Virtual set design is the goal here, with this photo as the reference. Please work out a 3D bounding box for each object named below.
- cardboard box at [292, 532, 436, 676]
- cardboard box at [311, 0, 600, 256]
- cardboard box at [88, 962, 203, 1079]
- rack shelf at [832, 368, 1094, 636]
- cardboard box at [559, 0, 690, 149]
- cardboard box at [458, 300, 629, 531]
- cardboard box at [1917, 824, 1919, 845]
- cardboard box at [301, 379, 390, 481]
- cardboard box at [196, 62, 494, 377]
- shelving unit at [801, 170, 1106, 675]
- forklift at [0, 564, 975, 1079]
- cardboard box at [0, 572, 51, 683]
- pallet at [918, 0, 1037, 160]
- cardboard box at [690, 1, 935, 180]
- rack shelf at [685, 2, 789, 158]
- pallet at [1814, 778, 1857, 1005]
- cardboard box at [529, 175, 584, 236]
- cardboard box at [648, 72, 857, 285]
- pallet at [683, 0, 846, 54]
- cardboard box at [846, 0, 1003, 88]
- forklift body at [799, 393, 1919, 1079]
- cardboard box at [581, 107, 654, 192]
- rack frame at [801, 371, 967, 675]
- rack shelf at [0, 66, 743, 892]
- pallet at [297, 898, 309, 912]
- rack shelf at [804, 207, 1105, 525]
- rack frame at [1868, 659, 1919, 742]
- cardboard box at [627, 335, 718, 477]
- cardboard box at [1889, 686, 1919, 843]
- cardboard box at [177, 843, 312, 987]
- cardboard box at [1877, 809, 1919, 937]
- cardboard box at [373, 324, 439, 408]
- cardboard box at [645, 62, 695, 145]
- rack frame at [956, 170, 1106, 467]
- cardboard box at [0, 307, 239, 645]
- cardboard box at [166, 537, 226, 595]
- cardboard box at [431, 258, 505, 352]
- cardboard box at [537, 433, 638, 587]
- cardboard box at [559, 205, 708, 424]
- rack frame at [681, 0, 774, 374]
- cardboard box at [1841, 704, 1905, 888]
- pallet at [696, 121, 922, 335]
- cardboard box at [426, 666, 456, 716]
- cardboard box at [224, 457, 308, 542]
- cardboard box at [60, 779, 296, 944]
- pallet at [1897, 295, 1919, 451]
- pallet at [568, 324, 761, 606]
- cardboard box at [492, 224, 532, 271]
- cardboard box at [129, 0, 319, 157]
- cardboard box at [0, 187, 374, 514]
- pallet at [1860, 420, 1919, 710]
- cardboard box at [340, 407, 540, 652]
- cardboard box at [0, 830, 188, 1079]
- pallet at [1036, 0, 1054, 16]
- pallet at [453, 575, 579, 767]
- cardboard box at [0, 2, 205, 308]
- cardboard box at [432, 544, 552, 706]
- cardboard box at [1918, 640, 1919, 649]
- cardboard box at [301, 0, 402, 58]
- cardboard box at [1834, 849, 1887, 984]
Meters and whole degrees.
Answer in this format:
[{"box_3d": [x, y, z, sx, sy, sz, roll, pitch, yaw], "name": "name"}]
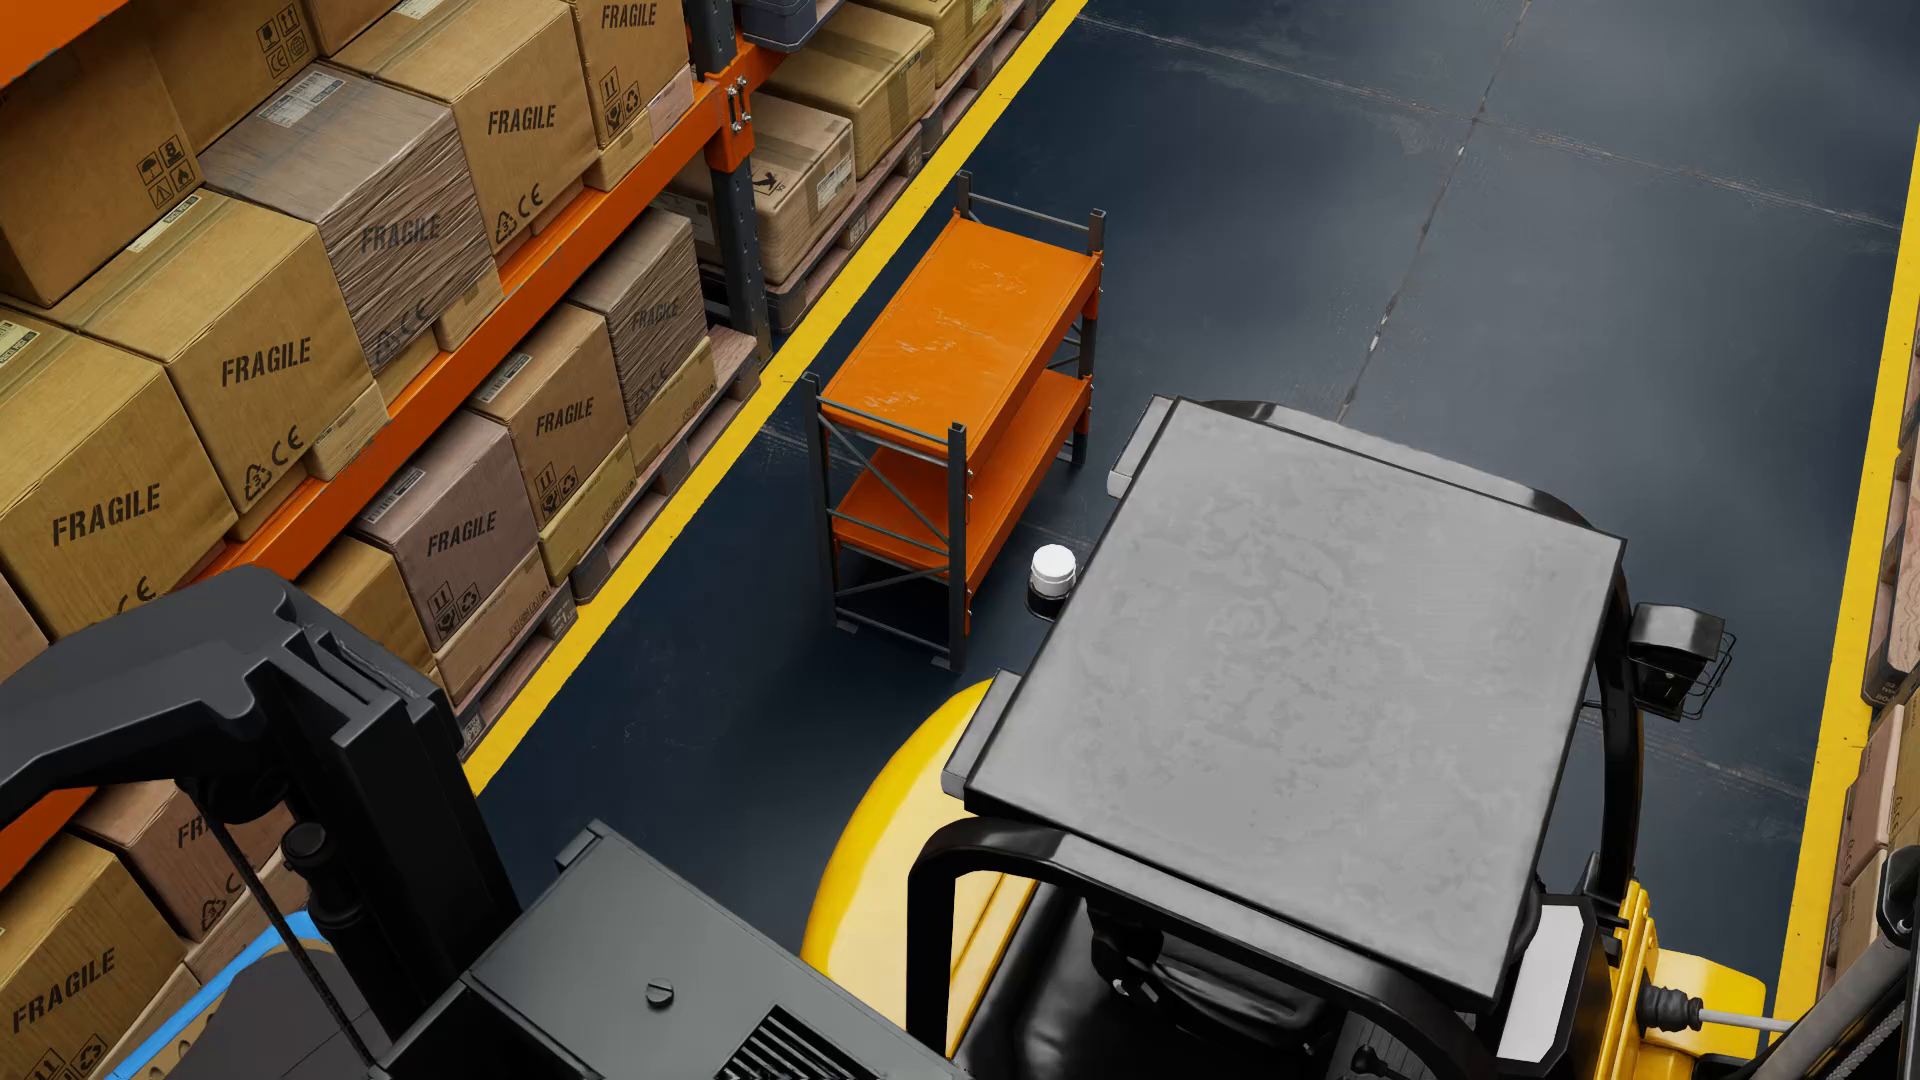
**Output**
[{"box_3d": [-1.853, 0.286, 4.575, 0.500, 0.500, 0.500, 21, 53, 17], "name": "cardboard box"}, {"box_3d": [-1.368, -1.180, 4.523, 0.500, 0.500, 0.500, 21, 53, 17], "name": "cardboard box"}, {"box_3d": [-2.304, 1.249, 4.247, 0.500, 0.250, 0.500, 19, 52, 16], "name": "cardboard box"}, {"box_3d": [0.003, -0.211, 5.512, 0.538, 0.278, 1.000, 20, 52, 16], "name": "rack shelf"}, {"box_3d": [-1.154, -1.536, 4.827, 0.500, 0.500, 0.500, 19, 52, 15], "name": "cardboard box"}, {"box_3d": [-1.415, -0.437, 5.190, 0.500, 0.500, 0.500, 21, 53, 17], "name": "cardboard box"}, {"box_3d": [2.582, 0.829, 3.949, 0.500, 0.250, 0.500, 20, 52, 16], "name": "cardboard box"}, {"box_3d": [-1.696, -0.337, 4.232, 0.380, 0.149, 0.250, 20, 53, 16], "name": "cardboard box"}, {"box_3d": [-1.586, -0.821, 4.218, 0.500, 0.500, 0.500, 21, 53, 17], "name": "cardboard box"}, {"box_3d": [0.003, -0.369, 5.326, 0.538, 1.125, 1.048, 20, 52, 16], "name": "shelving unit"}, {"box_3d": [-0.542, 1.496, 2.553, 3.031, 2.935, 1.130, 29, 55, 22], "name": "forklift"}, {"box_3d": [-2.227, 0.237, 3.318, 0.500, 0.500, 0.500, 21, 53, 17], "name": "cardboard box"}, {"box_3d": [-0.338, -2.271, 7.543, 1.003, 0.211, 1.213, 20, 52, 16], "name": "pallet"}, {"box_3d": [-0.664, -1.937, 6.879, 0.950, 0.372, 0.625, 23, 53, 18], "name": "cardboard box"}, {"box_3d": [-0.335, -2.939, 6.753, 1.077, 0.370, 4.000, 20, 52, 16], "name": "rack shelf"}, {"box_3d": [2.922, 1.255, 4.543, 1.003, 0.211, 1.213, 20, 52, 16], "name": "pallet"}, {"box_3d": [-1.333, -1.064, 4.851, 0.380, 0.149, 0.250, 20, 52, 16], "name": "cardboard box"}, {"box_3d": [-0.968, -1.441, 6.456, 0.950, 0.372, 0.625, 20, 53, 17], "name": "cardboard box"}, {"box_3d": [-0.731, -2.211, 5.788, 1.003, 0.211, 1.213, 20, 52, 16], "name": "pallet"}, {"box_3d": [-0.368, -2.417, 7.286, 0.950, 0.372, 0.625, 21, 53, 17], "name": "cardboard box"}, {"box_3d": [0.752, 0.948, 3.531, 2.313, 2.155, 1.214, 20, 52, 16], "name": "forklift body"}, {"box_3d": [-1.151, -1.219, 4.982, 0.380, 0.149, 0.250, 21, 53, 17], "name": "cardboard box"}, {"box_3d": [-0.214, -0.019, 5.028, 0.500, 1.125, 0.032, 20, 52, 16], "name": "rack frame"}, {"box_3d": [-2.044, -0.184, 4.410, 1.077, 0.370, 4.000, 20, 52, 16], "name": "rack shelf"}, {"box_3d": [-2.487, 1.263, 4.537, 1.003, 0.211, 1.213, 20, 52, 16], "name": "pallet"}, {"box_3d": [0.003, -0.559, 5.103, 0.538, 0.278, 1.000, 20, 52, 16], "name": "rack shelf"}, {"box_3d": [3.300, -0.182, 3.935, 1.000, 3.000, 0.127, 20, 52, 16], "name": "rack frame"}, {"box_3d": [-1.199, -0.545, 5.774, 0.500, 0.250, 0.500, 22, 53, 18], "name": "cardboard box"}, {"box_3d": [2.814, 0.644, 4.434, 0.500, 0.250, 0.500, 20, 52, 16], "name": "cardboard box"}, {"box_3d": [-2.079, 0.900, 4.544, 0.500, 0.250, 0.500, 22, 53, 17], "name": "cardboard box"}, {"box_3d": [2.601, 0.991, 4.139, 0.500, 0.250, 0.500, 20, 52, 16], "name": "cardboard box"}, {"box_3d": [-1.619, -0.526, 4.393, 0.380, 0.149, 0.250, 19, 52, 15], "name": "cardboard box"}, {"box_3d": [-1.051, -1.393, 5.130, 0.380, 0.149, 0.250, 19, 52, 16], "name": "cardboard box"}, {"box_3d": [0.220, -0.719, 5.623, 0.500, 1.125, 0.032, 20, 52, 16], "name": "rack frame"}, {"box_3d": [-2.010, -0.114, 3.616, 0.500, 0.500, 0.500, 19, 52, 15], "name": "cardboard box"}, {"box_3d": [-1.996, -0.011, 3.954, 0.380, 0.149, 0.250, 21, 53, 17], "name": "cardboard box"}, {"box_3d": [-1.482, -0.692, 4.534, 0.380, 0.149, 0.250, 19, 52, 16], "name": "cardboard box"}, {"box_3d": [-1.417, -0.175, 5.459, 0.500, 0.250, 0.500, 19, 52, 15], "name": "cardboard box"}, {"box_3d": [-1.200, -0.788, 5.488, 0.500, 0.500, 0.500, 19, 52, 16], "name": "cardboard box"}, {"box_3d": [-1.189, -1.795, 5.307, 1.000, 3.000, 0.127, 20, 52, 16], "name": "rack frame"}, {"box_3d": [2.794, 0.798, 4.631, 0.500, 0.250, 0.500, 20, 53, 16], "name": "cardboard box"}, {"box_3d": [-0.858, -1.428, 6.826, 1.003, 0.211, 1.213, 20, 52, 16], "name": "pallet"}, {"box_3d": [-1.857, 0.520, 4.867, 0.500, 0.250, 0.500, 23, 53, 18], "name": "cardboard box"}, {"box_3d": [-1.856, -0.182, 4.101, 0.380, 0.149, 0.250, 19, 52, 15], "name": "cardboard box"}, {"box_3d": [-2.075, 0.628, 4.283, 0.500, 0.500, 0.500, 18, 52, 15], "name": "cardboard box"}, {"box_3d": [4.099, -0.642, 6.157, 1.003, 0.211, 1.213, 20, 52, 16], "name": "pallet"}, {"box_3d": [-1.444, -0.417, 5.966, 1.003, 0.211, 1.213, 20, 52, 16], "name": "pallet"}, {"box_3d": [-1.452, -0.898, 4.709, 0.380, 0.149, 0.250, 19, 52, 16], "name": "cardboard box"}, {"box_3d": [-2.050, -1.333, 3.998, 0.700, 0.500, 0.500, 19, 52, 15], "name": "cardboard box"}, {"box_3d": [-1.800, -0.467, 3.917, 0.500, 0.500, 0.500, 19, 52, 15], "name": "cardboard box"}, {"box_3d": [3.580, 0.201, 5.440, 1.003, 0.211, 1.213, 20, 52, 16], "name": "pallet"}, {"box_3d": [-1.632, -0.085, 4.890, 0.500, 0.500, 0.500, 22, 53, 18], "name": "cardboard box"}, {"box_3d": [-2.294, 0.990, 3.976, 0.500, 0.500, 0.500, 18, 52, 15], "name": "cardboard box"}, {"box_3d": [0.184, -3.108, 8.256, 1.003, 0.211, 1.213, 20, 52, 16], "name": "pallet"}, {"box_3d": [-1.964, 0.426, 5.249, 1.003, 0.211, 1.213, 20, 52, 16], "name": "pallet"}, {"box_3d": [-2.191, -0.945, 3.667, 0.700, 0.500, 0.500, 19, 52, 16], "name": "cardboard box"}, {"box_3d": [-1.639, 0.174, 5.162, 0.500, 0.250, 0.500, 21, 53, 17], "name": "cardboard box"}, {"box_3d": [3.513, 0.088, 4.989, 0.875, 0.625, 0.625, 22, 53, 18], "name": "cardboard box"}, {"box_3d": [-1.811, -1.670, 4.284, 0.700, 0.500, 0.500, 20, 52, 16], "name": "cardboard box"}, {"box_3d": [2.591, 1.153, 4.329, 0.500, 0.250, 0.500, 19, 52, 15], "name": "cardboard box"}]
